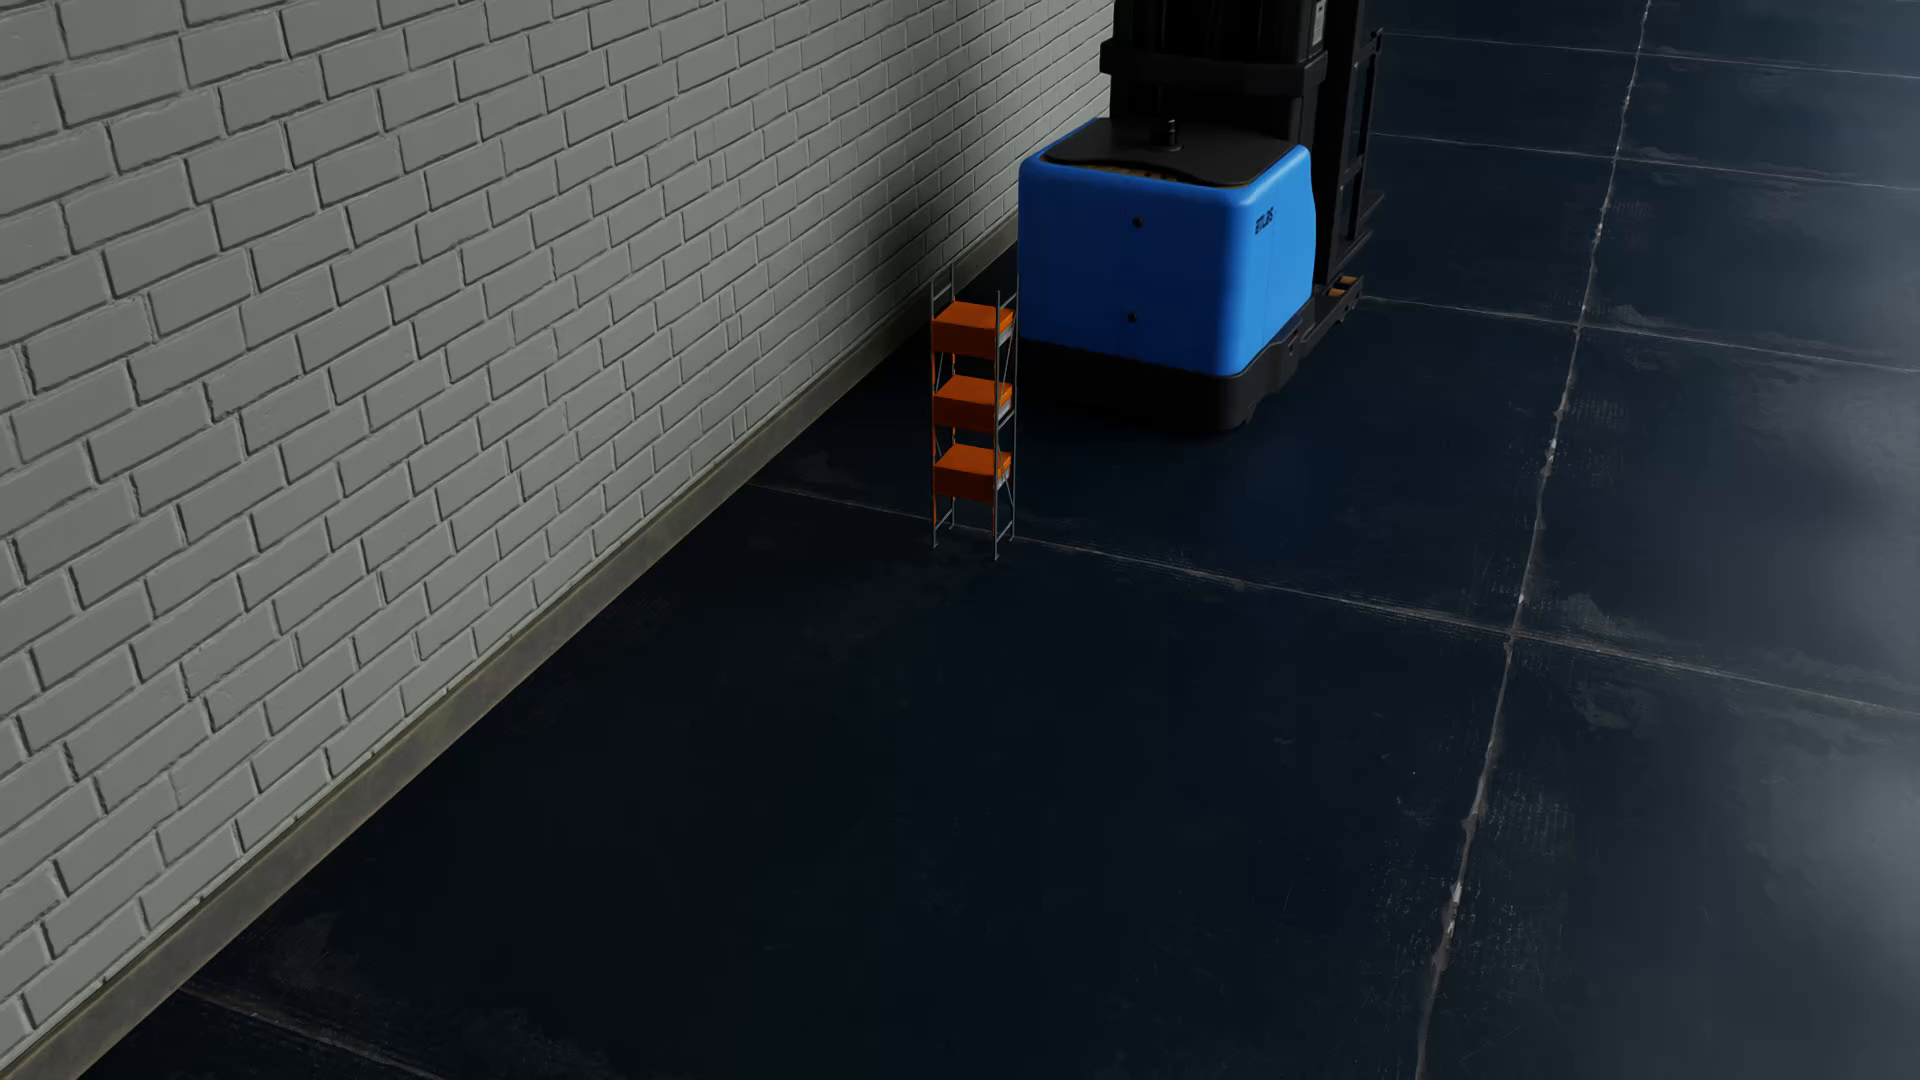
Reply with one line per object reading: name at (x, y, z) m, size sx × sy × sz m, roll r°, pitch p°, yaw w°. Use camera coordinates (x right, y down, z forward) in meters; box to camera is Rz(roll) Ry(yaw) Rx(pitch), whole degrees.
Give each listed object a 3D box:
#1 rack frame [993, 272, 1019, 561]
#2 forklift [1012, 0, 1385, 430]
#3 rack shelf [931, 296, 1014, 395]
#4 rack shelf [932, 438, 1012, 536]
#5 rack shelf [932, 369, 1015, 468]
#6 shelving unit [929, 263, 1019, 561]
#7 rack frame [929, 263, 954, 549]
rack frame at (0.163, -0.425, 5.934) m, size 0.008 × 1.050 × 0.200 m, roll 11°, pitch 31°, yaw 19°
forklift at (1.355, -2.429, 7.569) m, size 1.130 × 2.935 × 3.031 m, roll 14°, pitch 32°, yaw 24°
rack shelf at (0.050, -0.685, 5.840) m, size 0.240 × 0.259 × 0.215 m, roll 11°, pitch 31°, yaw 19°
rack shelf at (0.050, -0.196, 6.116) m, size 0.240 × 0.259 × 0.215 m, roll 11°, pitch 31°, yaw 19°
rack shelf at (0.050, -0.438, 5.979) m, size 0.240 × 0.259 × 0.215 m, roll 11°, pitch 31°, yaw 19°
shelving unit at (0.050, -0.447, 5.974) m, size 0.252 × 1.050 × 0.215 m, roll 11°, pitch 31°, yaw 19°
rack frame at (-0.063, -0.470, 6.014) m, size 0.008 × 1.050 × 0.200 m, roll 11°, pitch 31°, yaw 19°
